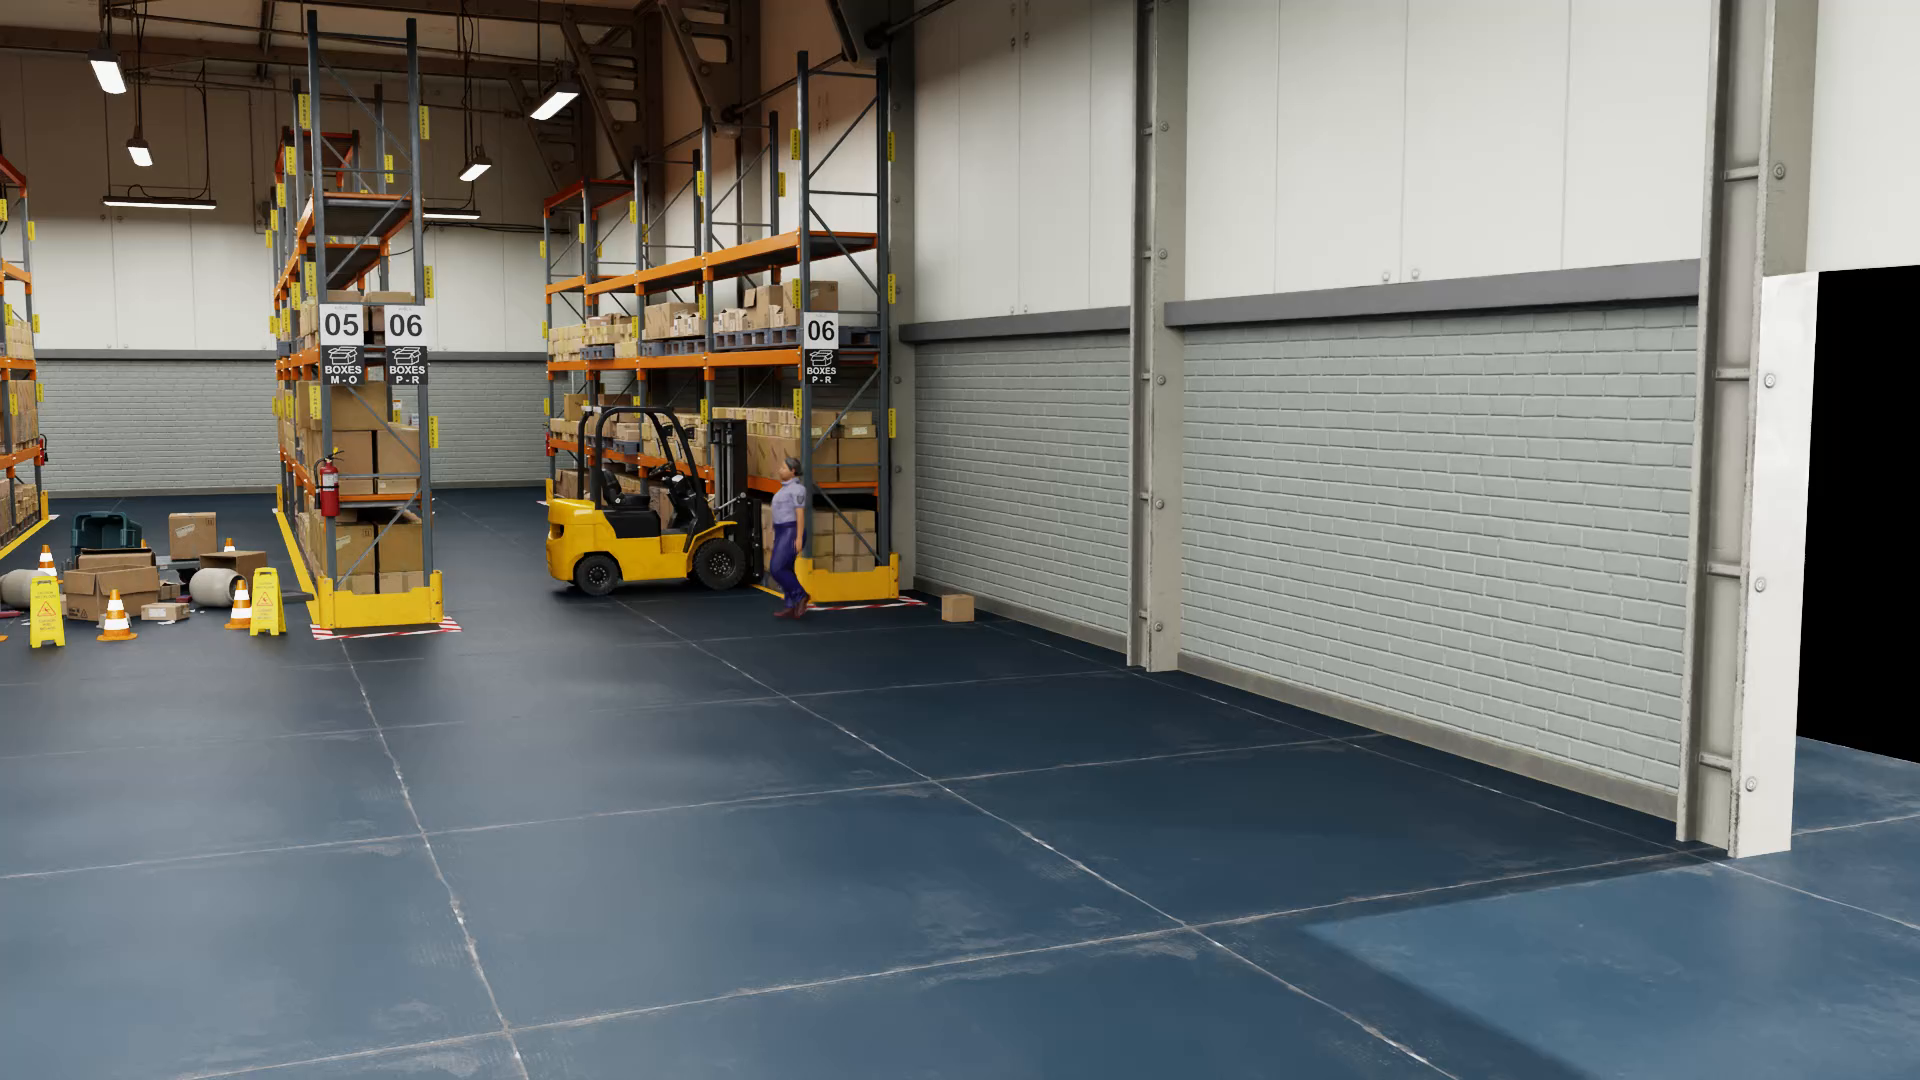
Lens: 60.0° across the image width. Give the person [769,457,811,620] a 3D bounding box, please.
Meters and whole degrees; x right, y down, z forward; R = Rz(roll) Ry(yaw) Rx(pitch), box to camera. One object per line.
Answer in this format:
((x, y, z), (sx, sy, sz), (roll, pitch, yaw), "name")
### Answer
((-1.784, -0.018, 17.032), (0.443, 1.653, 0.504), (-2, 6, -22), "person")
